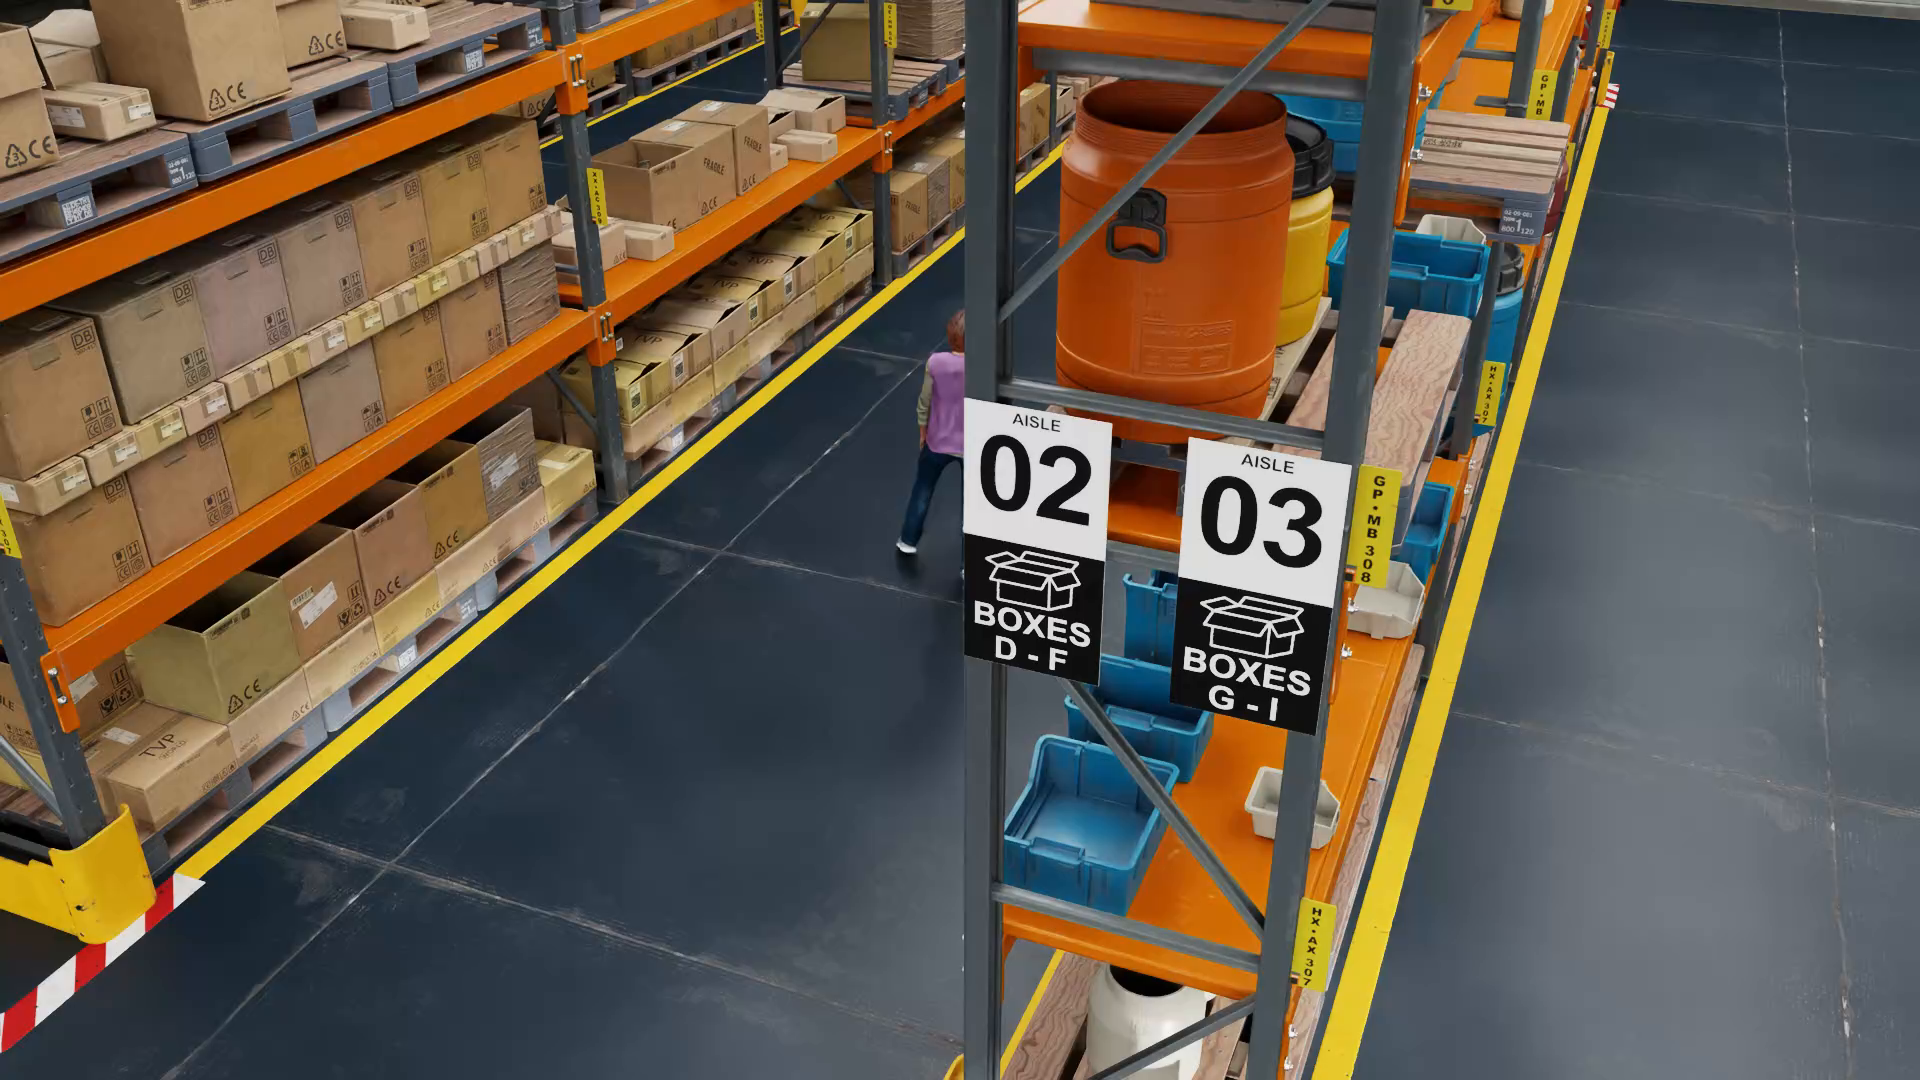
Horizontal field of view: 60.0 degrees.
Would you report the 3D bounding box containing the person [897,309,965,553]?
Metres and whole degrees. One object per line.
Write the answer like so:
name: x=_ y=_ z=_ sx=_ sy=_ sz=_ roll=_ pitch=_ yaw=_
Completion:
person: x=-0.095 y=-0.549 z=9.334 sx=0.608 sy=1.579 sz=0.435 roll=5 pitch=30 yaw=9
